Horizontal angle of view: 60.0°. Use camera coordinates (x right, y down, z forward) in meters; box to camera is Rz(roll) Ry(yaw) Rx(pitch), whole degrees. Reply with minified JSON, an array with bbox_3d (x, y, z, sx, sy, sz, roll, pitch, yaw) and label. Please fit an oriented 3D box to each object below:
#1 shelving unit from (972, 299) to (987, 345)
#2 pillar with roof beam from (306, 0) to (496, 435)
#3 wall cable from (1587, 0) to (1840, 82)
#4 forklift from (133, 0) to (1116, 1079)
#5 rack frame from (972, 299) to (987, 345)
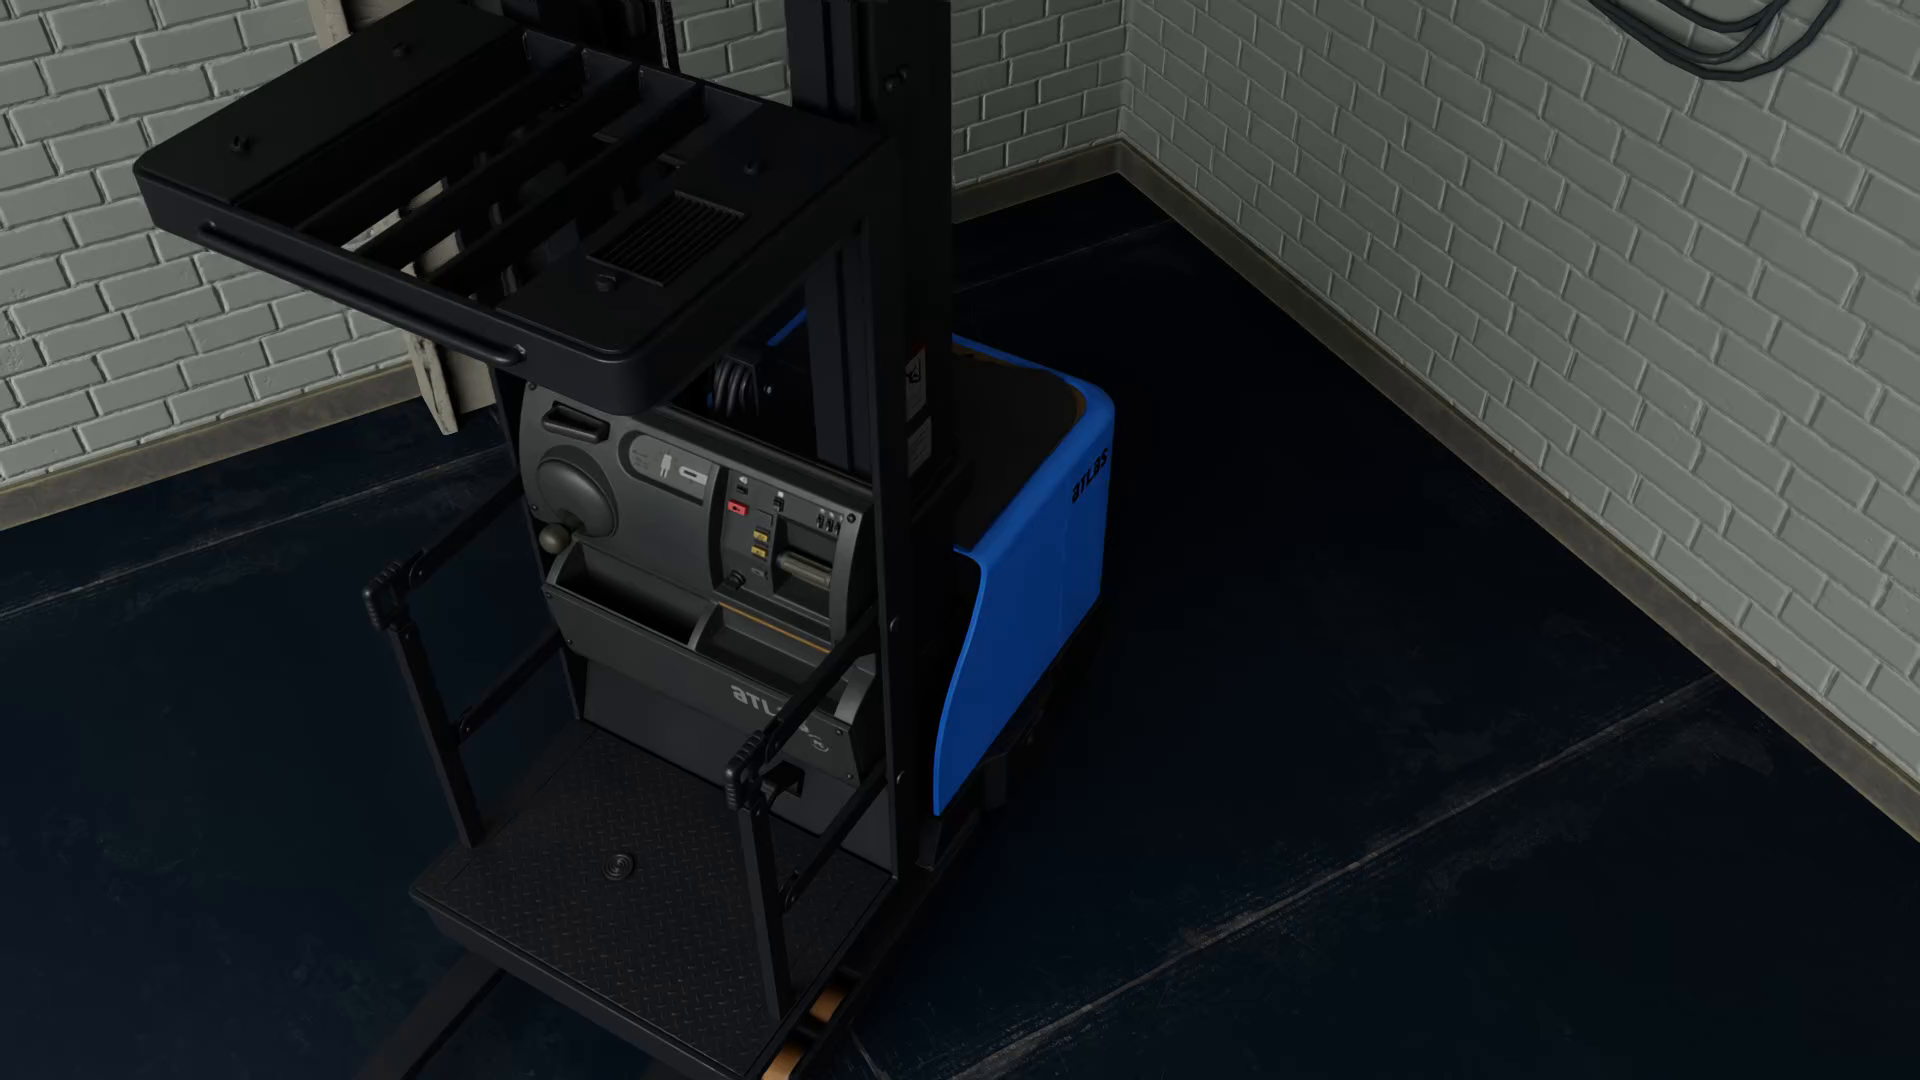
[{"bbox_3d":[-0.039,-0.342,5.456,0.210,0.900,0.258,-7,45,-7],"label":"shelving unit"},{"bbox_3d":[0.333,-1.177,0.501,0.400,9.000,9.100,-22,48,-21],"label":"pillar with roof beam"},{"bbox_3d":[1.402,-2.886,4.492,0.112,2.526,3.097,-22,48,-21],"label":"wall cable"},{"bbox_3d":[-0.729,0.017,3.628,1.130,2.935,3.031,22,48,21],"label":"forklift"},{"bbox_3d":[0.061,-0.353,5.468,0.006,0.900,0.240,-7,45,-7],"label":"rack frame"}]
